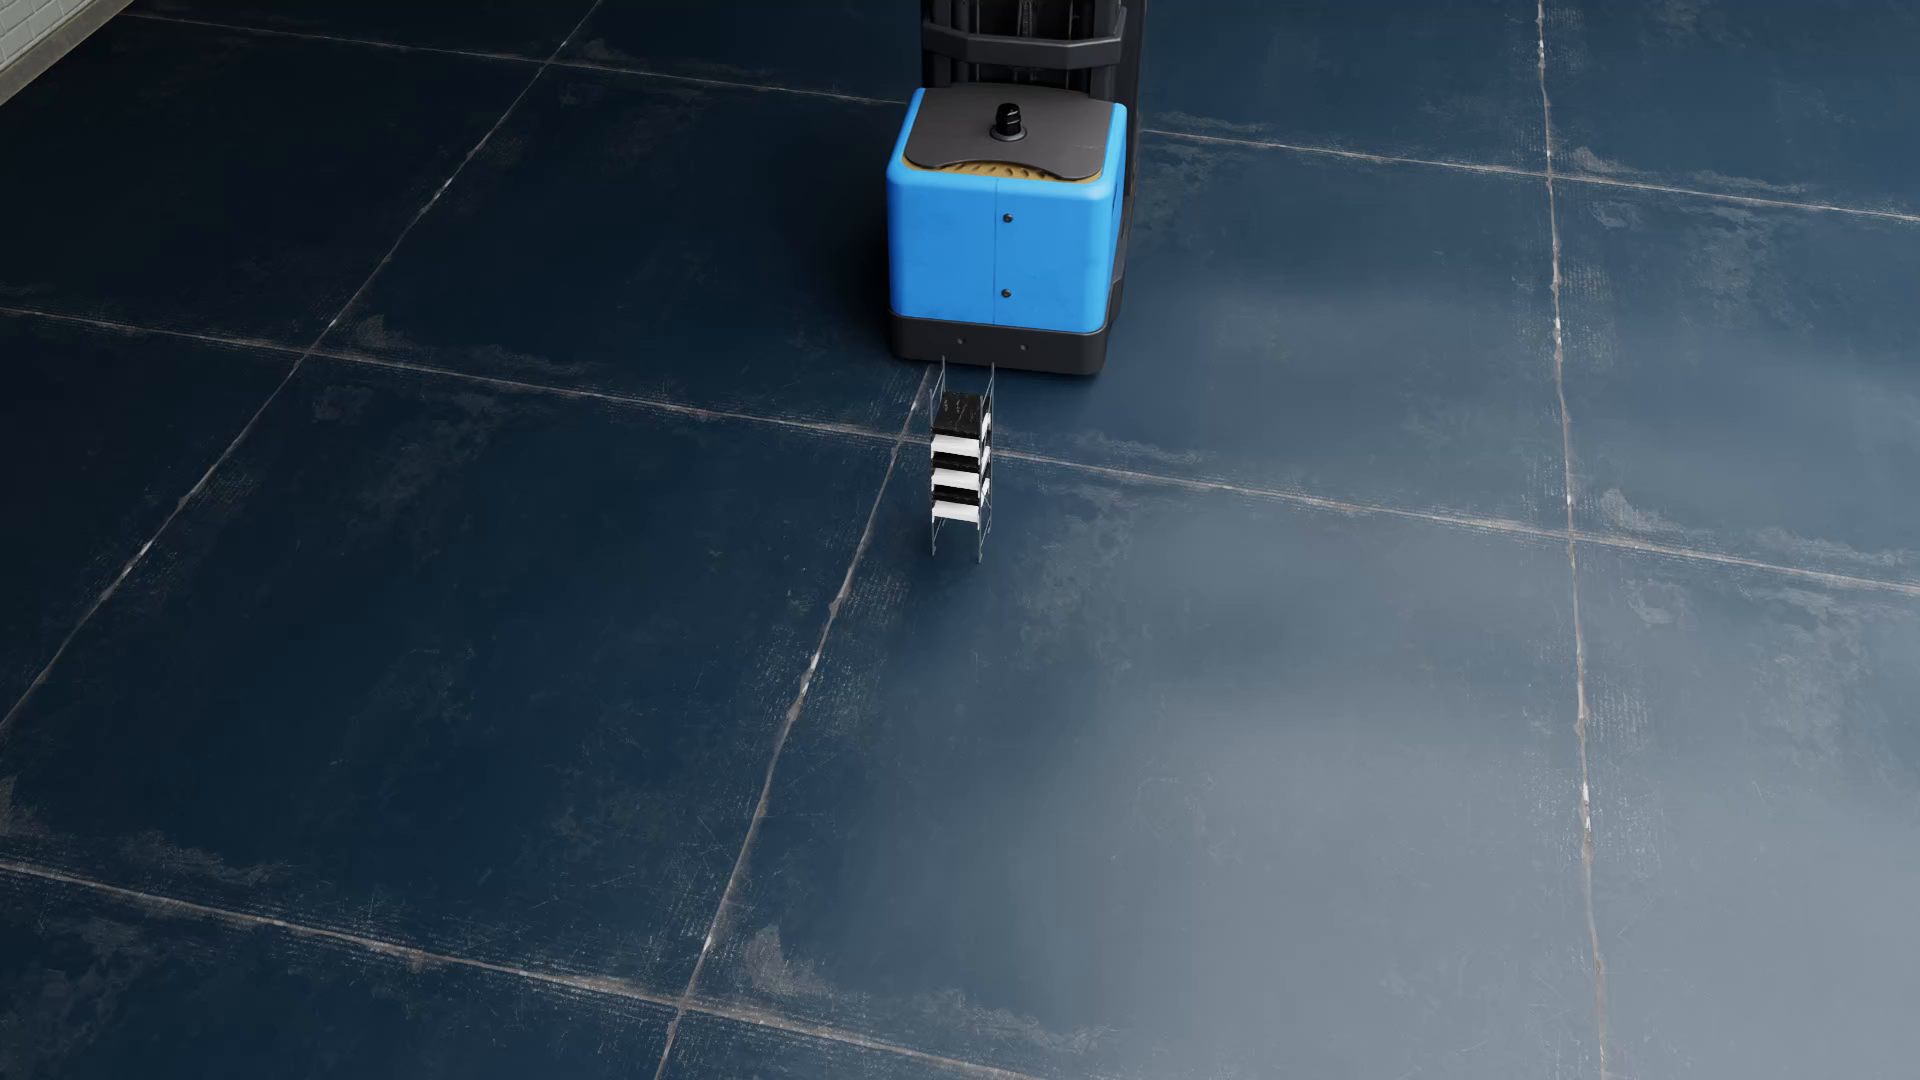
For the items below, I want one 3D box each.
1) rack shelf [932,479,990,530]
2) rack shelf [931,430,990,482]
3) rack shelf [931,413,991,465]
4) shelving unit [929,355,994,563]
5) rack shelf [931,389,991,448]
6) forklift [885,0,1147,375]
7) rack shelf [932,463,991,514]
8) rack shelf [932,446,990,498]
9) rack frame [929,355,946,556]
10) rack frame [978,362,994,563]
[{"bbox_3d":[0.008,-0.169,7.045,0.200,0.077,0.258,9,45,9],"label":"rack shelf"},{"bbox_3d":[0.008,-0.364,6.857,0.200,0.077,0.258,9,45,9],"label":"rack shelf"},{"bbox_3d":[0.008,-0.429,6.795,0.200,0.077,0.258,9,45,9],"label":"rack shelf"},{"bbox_3d":[0.008,-0.323,6.897,0.210,0.900,0.258,9,45,9],"label":"shelving unit"},{"bbox_3d":[0.008,-0.493,6.733,0.200,0.077,0.258,9,45,9],"label":"rack shelf"},{"bbox_3d":[0.391,-2.872,8.080,1.130,2.935,3.031,6,44,6],"label":"forklift"},{"bbox_3d":[0.008,-0.234,6.982,0.200,0.077,0.258,9,45,9],"label":"rack shelf"},{"bbox_3d":[0.008,-0.299,6.920,0.200,0.077,0.258,9,45,9],"label":"rack shelf"},{"bbox_3d":[-0.091,-0.338,6.913,0.006,0.900,0.240,9,45,9],"label":"rack frame"},{"bbox_3d":[0.107,-0.308,6.881,0.006,0.900,0.240,9,45,9],"label":"rack frame"}]
